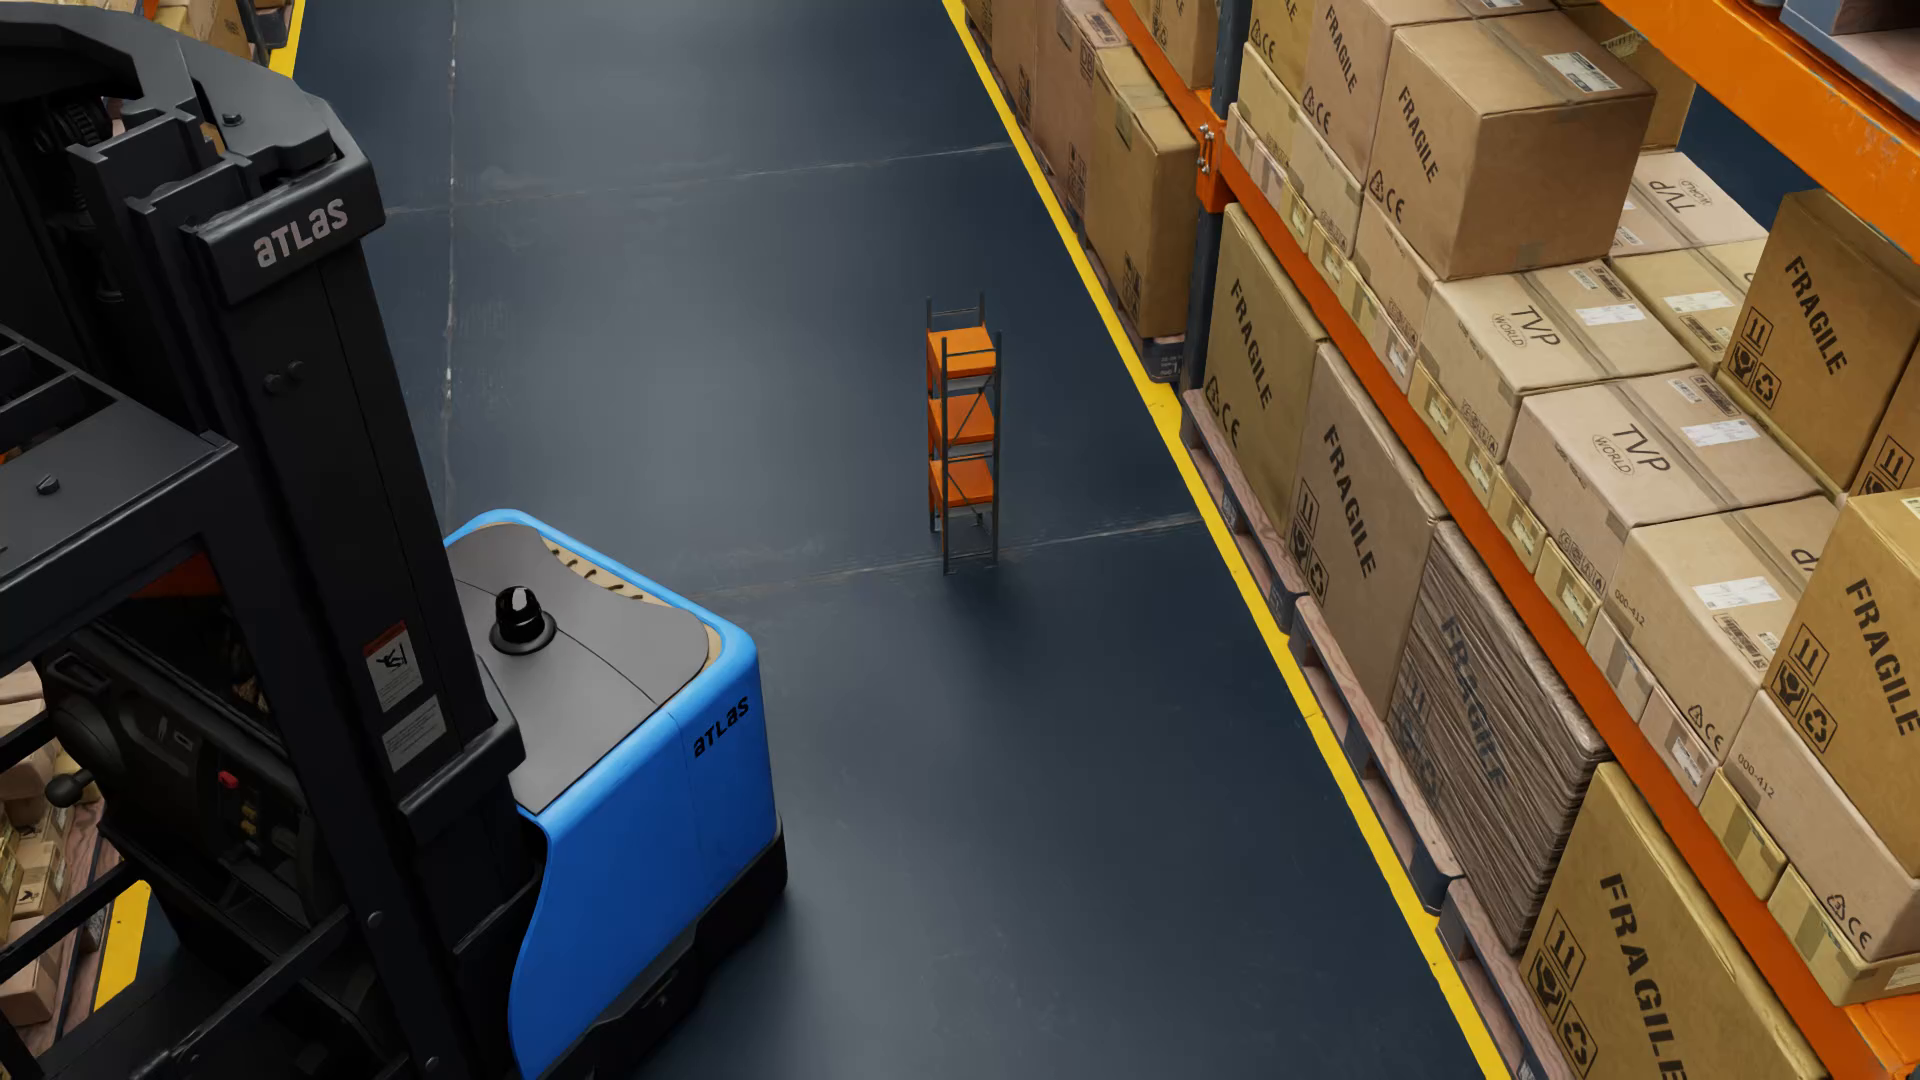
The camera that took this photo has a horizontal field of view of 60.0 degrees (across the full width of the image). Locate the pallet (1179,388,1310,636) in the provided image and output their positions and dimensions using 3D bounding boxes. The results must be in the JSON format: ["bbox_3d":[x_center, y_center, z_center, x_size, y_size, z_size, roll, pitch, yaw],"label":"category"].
[{"bbox_3d":[1.495,-0.198,6.314,1.003,0.211,1.213,-8,42,-9],"label":"pallet"}]

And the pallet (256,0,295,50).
[{"bbox_3d":[-4.418,-3.172,9.664,1.003,0.211,1.213,-8,42,-9],"label":"pallet"}]

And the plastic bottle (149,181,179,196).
[{"bbox_3d":[2.241,-1.869,5.235,9.086,1.543,4.167,-8,42,-9],"label":"plastic bottle"}]

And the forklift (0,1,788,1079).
[{"bbox_3d":[-1.777,0.575,3.394,1.130,2.935,3.031,25,47,26],"label":"forklift"}]

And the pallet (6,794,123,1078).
[{"bbox_3d":[-3.011,1.165,4.778,1.003,0.211,1.213,-8,42,-9],"label":"pallet"}]

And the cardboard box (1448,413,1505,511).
[{"bbox_3d":[1.543,-0.233,4.442,0.380,0.149,0.250,-8,42,-8],"label":"cardboard box"}]

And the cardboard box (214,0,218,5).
[{"bbox_3d":[-3.917,-2.790,8.135,0.500,0.250,0.500,-9,42,-10],"label":"cardboard box"}]

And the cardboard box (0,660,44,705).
[{"bbox_3d":[-2.844,0.442,4.876,0.380,0.149,0.250,-10,43,-11],"label":"cardboard box"}]

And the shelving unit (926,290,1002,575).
[{"bbox_3d":[0.012,-0.358,5.862,0.215,1.050,0.252,-8,42,-9],"label":"shelving unit"}]

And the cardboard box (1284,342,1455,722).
[{"bbox_3d":[1.666,-0.085,5.371,0.875,0.875,0.875,-8,42,-9],"label":"cardboard box"}]

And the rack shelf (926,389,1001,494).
[{"bbox_3d":[0.012,-0.350,5.869,0.215,0.259,0.240,-8,42,-9],"label":"rack shelf"}]

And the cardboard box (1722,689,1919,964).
[{"bbox_3d":[1.907,0.516,3.298,0.500,0.250,0.500,-9,42,-10],"label":"cardboard box"}]

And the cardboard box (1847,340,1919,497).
[{"bbox_3d":[2.323,-0.162,3.497,0.500,0.500,0.500,-9,42,-10],"label":"cardboard box"}]

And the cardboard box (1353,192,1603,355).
[{"bbox_3d":[1.473,-0.800,4.781,0.500,0.250,0.500,-7,42,-8],"label":"cardboard box"}]

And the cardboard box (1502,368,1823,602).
[{"bbox_3d":[1.688,-0.143,4.040,0.500,0.250,0.500,-10,43,-11],"label":"cardboard box"}]

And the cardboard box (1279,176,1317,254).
[{"bbox_3d":[1.261,-1.071,5.386,0.380,0.149,0.250,-7,42,-8],"label":"cardboard box"}]

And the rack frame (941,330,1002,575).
[{"bbox_3d":[0.038,-0.279,5.773,0.200,1.050,0.008,-8,42,-9],"label":"rack frame"}]

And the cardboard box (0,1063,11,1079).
[{"bbox_3d":[-2.549,1.401,4.020,0.380,0.149,0.250,-7,42,-8],"label":"cardboard box"}]

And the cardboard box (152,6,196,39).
[{"bbox_3d":[-3.703,-2.132,7.394,0.500,0.250,0.500,-7,42,-8],"label":"cardboard box"}]

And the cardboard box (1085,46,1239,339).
[{"bbox_3d":[1.250,-1.520,6.987,1.225,0.875,0.875,-8,42,-9],"label":"cardboard box"}]

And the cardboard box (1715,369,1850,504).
[{"bbox_3d":[2.207,-0.220,4.127,0.500,0.250,0.500,-10,43,-11],"label":"cardboard box"}]

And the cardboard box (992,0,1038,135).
[{"bbox_3d":[0.857,-2.671,8.284,1.225,0.875,0.875,-8,42,-9],"label":"cardboard box"}]

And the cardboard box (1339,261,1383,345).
[{"bbox_3d":[1.374,-0.735,5.008,0.380,0.149,0.250,-9,42,-10],"label":"cardboard box"}]

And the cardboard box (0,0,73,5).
[{"bbox_3d":[-3.094,-1.707,5.338,0.380,0.149,0.250,-6,42,-7],"label":"cardboard box"}]

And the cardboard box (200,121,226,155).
[{"bbox_3d":[-3.685,-1.849,7.640,0.500,0.500,0.500,-10,43,-11],"label":"cardboard box"}]

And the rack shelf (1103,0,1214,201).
[{"bbox_3d":[0.976,-2.773,7.656,1.077,0.370,4.000,-8,42,-9],"label":"rack shelf"}]

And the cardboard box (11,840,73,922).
[{"bbox_3d":[-2.742,1.016,4.678,0.380,0.149,0.250,-8,42,-9],"label":"cardboard box"}]

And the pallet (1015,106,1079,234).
[{"bbox_3d":[0.900,-1.984,8.326,1.003,0.211,1.213,-8,42,-9],"label":"pallet"}]

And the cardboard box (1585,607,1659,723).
[{"bbox_3d":[1.708,0.264,3.882,0.380,0.149,0.250,-8,42,-9],"label":"cardboard box"}]

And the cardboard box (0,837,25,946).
[{"bbox_3d":[-2.679,0.941,4.314,0.380,0.149,0.250,-8,42,-9],"label":"cardboard box"}]

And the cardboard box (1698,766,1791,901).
[{"bbox_3d":[1.814,0.590,3.516,0.380,0.149,0.250,-8,42,-9],"label":"cardboard box"}]

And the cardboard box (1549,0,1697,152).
[{"bbox_3d":[1.872,-1.496,5.000,0.500,0.500,0.500,-8,42,-9],"label":"cardboard box"}]

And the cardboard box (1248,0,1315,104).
[{"bbox_3d":[1.261,-1.734,5.268,0.500,0.500,0.500,-8,42,-9],"label":"cardboard box"}]

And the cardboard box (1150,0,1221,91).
[{"bbox_3d":[1.040,-2.047,6.221,0.500,0.500,0.500,-8,42,-9],"label":"cardboard box"}]

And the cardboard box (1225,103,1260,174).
[{"bbox_3d":[1.146,-1.412,5.770,0.380,0.149,0.250,-8,42,-9],"label":"cardboard box"}]

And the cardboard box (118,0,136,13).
[{"bbox_3d":[-3.262,-1.989,6.104,0.380,0.149,0.250,-8,42,-9],"label":"cardboard box"}]

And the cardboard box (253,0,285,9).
[{"bbox_3d":[-4.365,-3.416,9.217,1.050,0.750,0.750,-9,42,-10],"label":"cardboard box"}]

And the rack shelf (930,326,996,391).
[{"bbox_3d":[0.012,-0.613,5.636,0.184,0.087,0.229,-8,42,-9],"label":"rack shelf"}]

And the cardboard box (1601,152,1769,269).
[{"bbox_3d":[1.983,-0.886,4.877,0.500,0.250,0.500,-8,42,-8],"label":"cardboard box"}]
